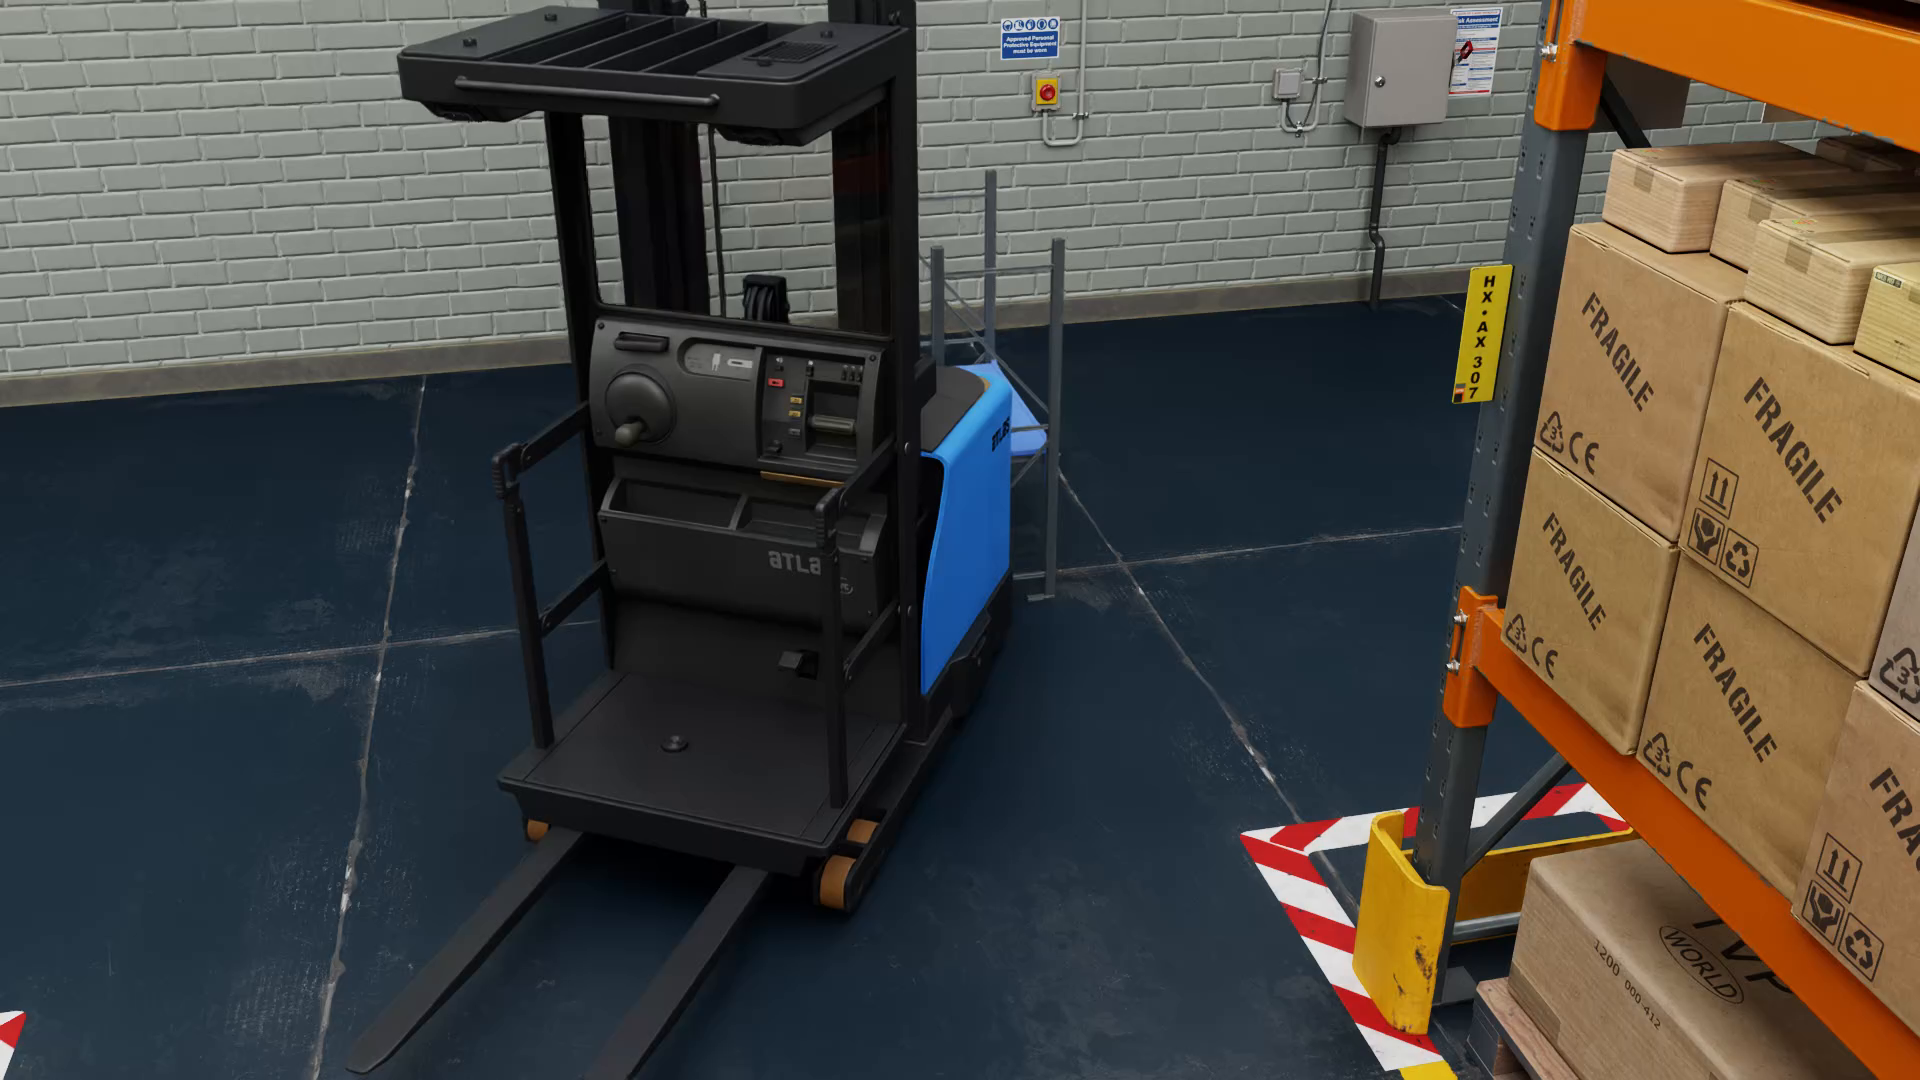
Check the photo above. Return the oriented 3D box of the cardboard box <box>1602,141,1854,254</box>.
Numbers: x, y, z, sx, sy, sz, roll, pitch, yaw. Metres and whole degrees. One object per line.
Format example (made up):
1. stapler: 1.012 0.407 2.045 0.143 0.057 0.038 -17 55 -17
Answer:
1. cardboard box: 1.544 -0.696 3.359 0.380 0.149 0.250 -5 27 -11

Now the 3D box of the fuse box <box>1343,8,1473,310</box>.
1. fuse box: 2.520 -2.146 9.603 0.539 1.711 0.414 -6 27 -12

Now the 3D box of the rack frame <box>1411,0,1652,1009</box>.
1. rack frame: 1.734 -0.099 4.118 1.000 3.000 0.127 -6 27 -12

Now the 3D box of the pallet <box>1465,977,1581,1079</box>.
1. pallet: 1.991 1.489 4.066 1.003 0.211 1.213 -6 27 -12

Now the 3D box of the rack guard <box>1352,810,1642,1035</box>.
1. rack guard: 1.729 1.006 4.702 1.175 0.500 0.348 -6 27 -12

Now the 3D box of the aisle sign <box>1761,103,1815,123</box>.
1. aisle sign: 2.020 -1.323 3.657 0.394 0.787 0.004 -6 27 -12

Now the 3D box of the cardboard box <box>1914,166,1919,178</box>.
1. cardboard box: 2.091 -0.634 3.236 0.380 0.149 0.250 -5 27 -11

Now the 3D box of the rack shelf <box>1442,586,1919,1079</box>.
1. rack shelf: 2.185 1.100 2.540 1.077 0.370 4.000 -6 27 -12

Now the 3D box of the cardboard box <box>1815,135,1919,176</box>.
1. cardboard box: 2.010 -0.743 3.452 0.380 0.149 0.250 -6 27 -11

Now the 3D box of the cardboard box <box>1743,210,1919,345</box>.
1. cardboard box: 1.620 -0.462 2.897 0.380 0.149 0.250 -5 27 -10

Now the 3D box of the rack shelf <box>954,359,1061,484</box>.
1. rack shelf: 0.024 -0.478 6.931 0.538 0.185 1.000 -6 27 -12

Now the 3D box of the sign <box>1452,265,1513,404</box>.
1. sign: 1.192 -0.467 3.798 0.100 0.325 0.005 -6 27 -12

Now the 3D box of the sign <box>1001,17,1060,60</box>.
1. sign: 0.380 -2.715 9.000 0.327 0.218 0.001 -6 27 -12

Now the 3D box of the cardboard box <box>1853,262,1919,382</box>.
1. cardboard box: 1.697 -0.349 2.671 0.380 0.149 0.250 -7 28 -13

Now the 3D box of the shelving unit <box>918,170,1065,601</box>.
1. shelving unit: 0.024 -0.638 6.850 0.538 1.500 1.048 -6 27 -12

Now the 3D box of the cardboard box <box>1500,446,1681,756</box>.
1. cardboard box: 1.563 0.096 3.620 0.500 0.500 0.500 -6 27 -12

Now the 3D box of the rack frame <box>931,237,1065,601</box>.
1. rack frame: 0.140 -0.415 6.408 0.500 1.500 0.032 -6 27 -12

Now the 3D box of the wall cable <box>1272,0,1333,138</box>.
1. wall cable: 1.820 -3.175 9.084 0.588 1.984 0.122 -6 27 -12

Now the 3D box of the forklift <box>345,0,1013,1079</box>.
1. forklift: -0.743 -0.393 4.775 1.130 2.935 3.031 8 28 16

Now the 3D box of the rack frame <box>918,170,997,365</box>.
1. rack frame: -0.092 -0.861 7.292 0.500 1.500 0.032 -6 27 -12

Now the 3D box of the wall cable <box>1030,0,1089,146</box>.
1. wall cable: 0.441 -3.040 8.781 0.585 1.953 0.123 -6 27 -12

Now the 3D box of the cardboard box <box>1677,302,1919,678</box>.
1. cardboard box: 1.688 -0.125 2.947 0.500 0.500 0.500 -7 28 -13

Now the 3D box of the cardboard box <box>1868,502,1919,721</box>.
1. cardboard box: 1.812 0.101 2.501 0.500 0.500 0.500 -6 27 -12

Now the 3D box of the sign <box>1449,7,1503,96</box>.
1. sign: 2.955 -2.820 9.614 0.329 0.494 0.001 -6 27 -12

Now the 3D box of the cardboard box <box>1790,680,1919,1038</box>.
1. cardboard box: 1.801 0.540 2.740 0.500 0.500 0.500 -6 27 -12

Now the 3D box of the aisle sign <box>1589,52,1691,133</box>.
1. aisle sign: 1.435 -1.262 3.536 0.394 0.787 0.004 -6 27 -12

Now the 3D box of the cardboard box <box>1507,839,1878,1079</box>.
1. cardboard box: 1.980 1.137 4.047 0.875 0.438 0.875 -7 28 -13

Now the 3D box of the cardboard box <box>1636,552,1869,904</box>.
1. cardboard box: 1.704 0.315 3.186 0.500 0.500 0.500 -6 27 -12

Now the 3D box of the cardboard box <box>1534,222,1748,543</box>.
1. cardboard box: 1.565 -0.351 3.395 0.500 0.500 0.500 -7 28 -13

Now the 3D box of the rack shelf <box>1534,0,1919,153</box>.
1. rack shelf: 2.185 -0.239 1.864 1.077 0.370 4.000 -6 27 -12

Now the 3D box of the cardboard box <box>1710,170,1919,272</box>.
1. cardboard box: 1.673 -0.588 3.146 0.380 0.149 0.250 -5 27 -10
